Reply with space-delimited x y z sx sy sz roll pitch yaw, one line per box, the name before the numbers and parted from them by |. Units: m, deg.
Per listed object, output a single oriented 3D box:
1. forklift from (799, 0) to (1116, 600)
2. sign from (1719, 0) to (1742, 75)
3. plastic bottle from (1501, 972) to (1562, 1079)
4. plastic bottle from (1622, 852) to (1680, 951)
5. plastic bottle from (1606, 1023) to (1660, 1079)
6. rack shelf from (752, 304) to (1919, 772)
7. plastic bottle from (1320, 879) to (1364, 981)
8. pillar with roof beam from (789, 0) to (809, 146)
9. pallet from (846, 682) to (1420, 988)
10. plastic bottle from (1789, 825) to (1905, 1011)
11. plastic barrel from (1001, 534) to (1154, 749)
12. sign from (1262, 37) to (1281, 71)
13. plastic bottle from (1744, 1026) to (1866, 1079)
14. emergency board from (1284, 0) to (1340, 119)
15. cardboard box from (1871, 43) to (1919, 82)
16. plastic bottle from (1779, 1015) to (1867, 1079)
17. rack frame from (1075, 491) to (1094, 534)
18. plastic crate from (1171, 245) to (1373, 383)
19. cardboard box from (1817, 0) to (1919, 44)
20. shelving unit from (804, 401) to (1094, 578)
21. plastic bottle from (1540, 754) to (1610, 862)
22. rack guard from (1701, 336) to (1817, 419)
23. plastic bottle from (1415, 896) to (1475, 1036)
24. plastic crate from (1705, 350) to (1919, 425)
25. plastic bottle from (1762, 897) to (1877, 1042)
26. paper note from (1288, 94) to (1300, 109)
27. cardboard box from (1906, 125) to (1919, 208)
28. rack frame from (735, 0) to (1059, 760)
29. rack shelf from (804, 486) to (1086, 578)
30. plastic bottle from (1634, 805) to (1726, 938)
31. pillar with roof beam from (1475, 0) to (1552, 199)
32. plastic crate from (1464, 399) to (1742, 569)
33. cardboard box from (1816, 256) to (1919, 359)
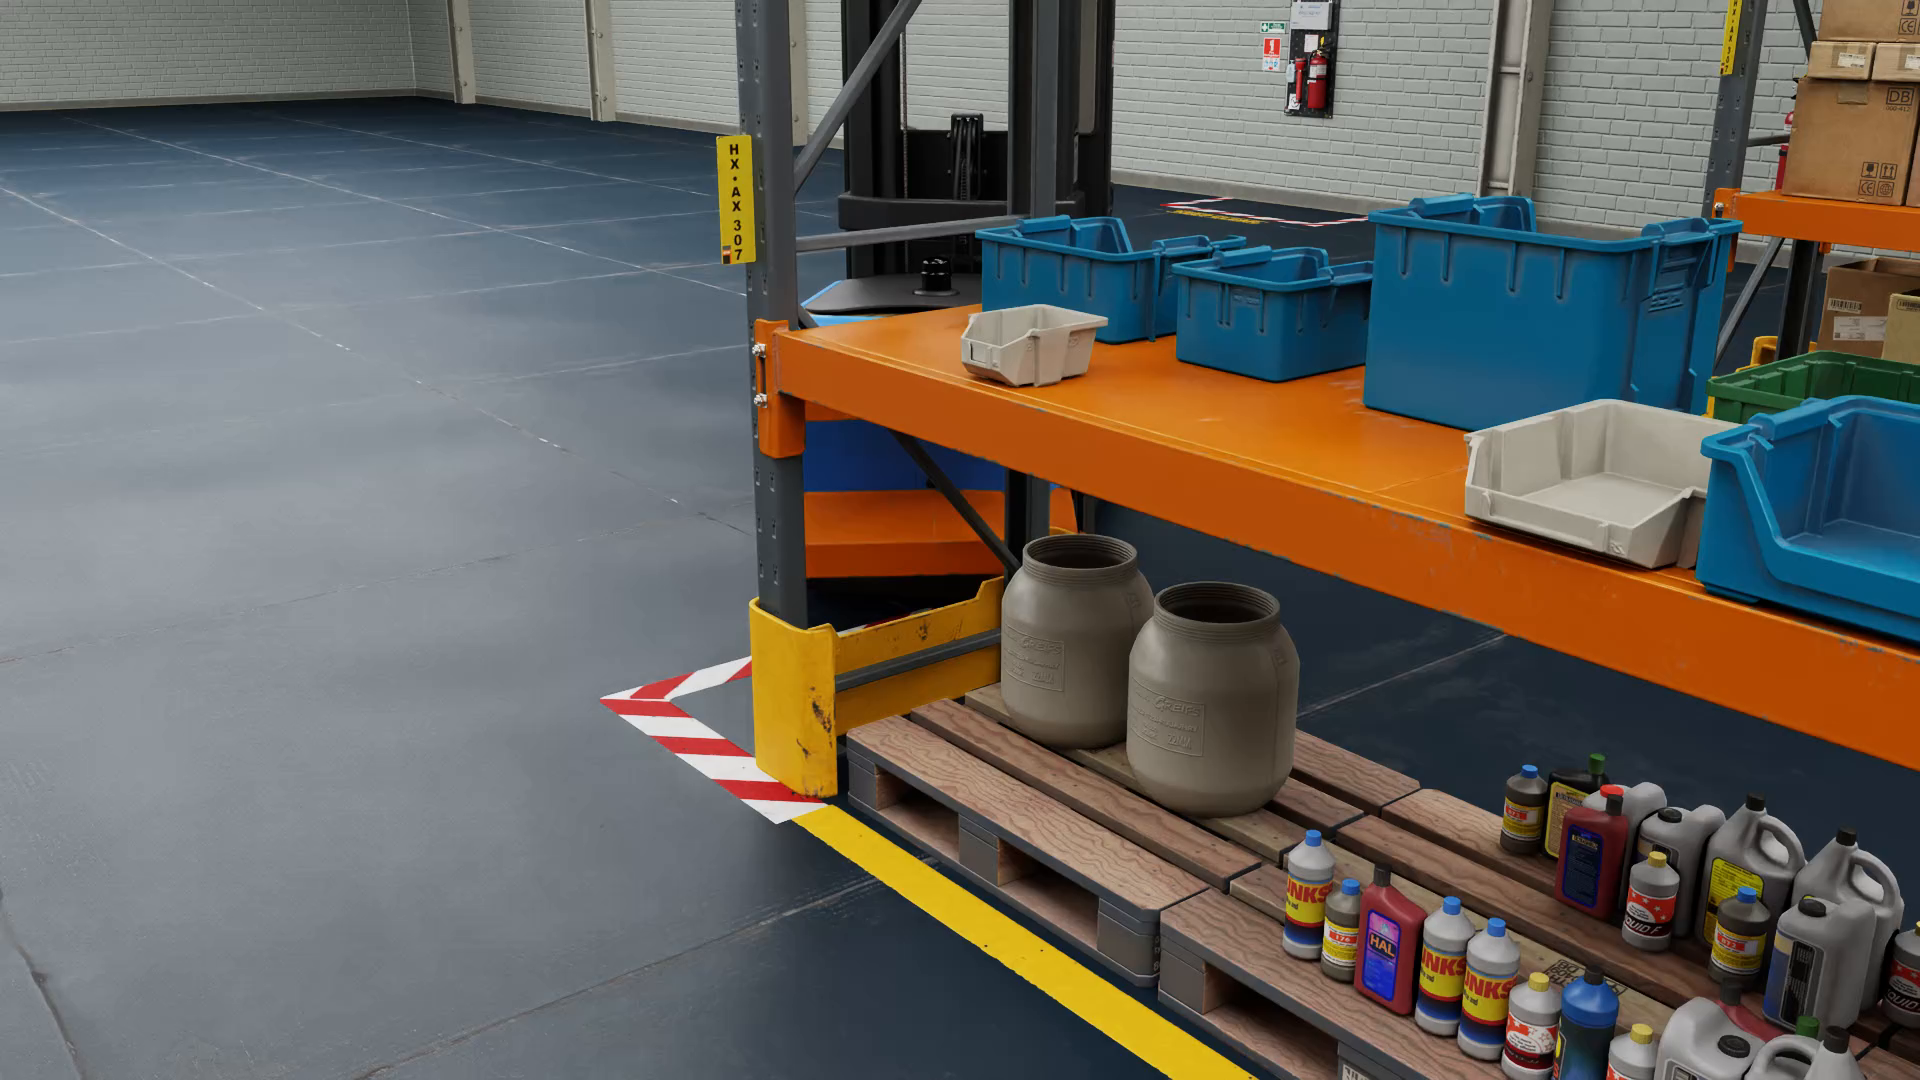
forklift | 0.113 -1.586 6.990 1.130 2.935 3.031 3 19 10
sign | 3.301 -2.163 7.120 0.100 0.325 0.005 -14 23 -36
plastic bottle | 1.073 0.905 3.109 0.097 0.201 0.097 0 18 0
plastic bottle | 1.474 0.762 3.542 0.097 0.201 0.097 0 18 0
plastic bottle | 1.200 0.956 2.956 0.097 0.201 0.097 0 18 0
rack shelf | 1.096 -0.021 3.299 1.077 0.370 4.000 -14 23 -36
plastic bottle | 0.800 0.797 3.435 0.097 0.201 0.097 0 18 0
pillar with roof beam | -5.817 -9.229 20.417 9.100 9.000 0.400 -14 23 -36
pallet | 0.439 0.679 4.476 1.003 0.211 1.213 -14 23 -36
plastic bottle | 1.781 0.748 3.347 0.144 0.351 0.185 -14 23 -37
plastic barrel | 0.323 0.273 4.555 0.421 0.512 0.421 0 18 0
sign | 3.241 -5.054 17.296 0.001 0.329 0.234 -14 23 -36
plastic bottle | 1.393 0.949 2.737 0.144 0.351 0.185 -14 23 -36
emergency board | 3.504 -4.880 16.829 0.194 1.169 0.643 -14 23 -36
cardboard box | 3.981 -1.973 6.860 0.380 0.149 0.250 -15 23 -37
plastic bottle | 1.457 0.955 2.827 0.061 0.283 0.133 -14 23 -36
rack frame | 0.417 -0.216 5.593 0.032 1.125 0.500 -1 22 1
plastic crate | 0.799 -0.559 4.015 0.499 0.251 0.408 -14 23 -36
cardboard box | 4.053 -2.354 6.977 0.700 0.500 0.500 -14 23 -36
shelving unit | -0.091 -0.204 5.598 1.048 1.125 0.538 -1 22 1
plastic bottle | 1.425 0.617 3.848 0.061 0.283 0.133 -13 23 -35
rack guard | 3.725 -0.641 8.002 1.175 0.500 0.348 -14 23 -36
plastic bottle | 0.949 0.823 3.246 0.097 0.271 0.097 0 18 0
plastic crate | 1.717 -0.159 2.907 0.450 0.188 0.662 -14 23 -36
plastic bottle | 1.681 0.818 3.253 0.152 0.276 0.135 -14 23 -36
paper note | 3.448 -4.519 17.140 0.016 0.148 0.142 -14 23 -36
cardboard box | 4.350 -1.623 6.832 0.700 0.500 0.500 -13 22 -35
rack frame | -0.145 -0.856 4.674 1.000 3.000 0.127 -14 23 -36
rack shelf | -0.085 0.023 5.688 1.000 0.278 0.538 -1 22 1
plastic bottle | 1.560 0.697 3.618 0.152 0.276 0.135 -15 23 -38
pillar with roof beam | 1.633 -6.272 11.487 9.100 9.000 0.400 -14 23 -36
plastic crate | 1.131 -0.095 2.798 0.530 0.136 0.437 -14 23 -36
cardboard box | 4.306 -0.997 7.616 0.500 0.500 0.500 -14 23 -36
